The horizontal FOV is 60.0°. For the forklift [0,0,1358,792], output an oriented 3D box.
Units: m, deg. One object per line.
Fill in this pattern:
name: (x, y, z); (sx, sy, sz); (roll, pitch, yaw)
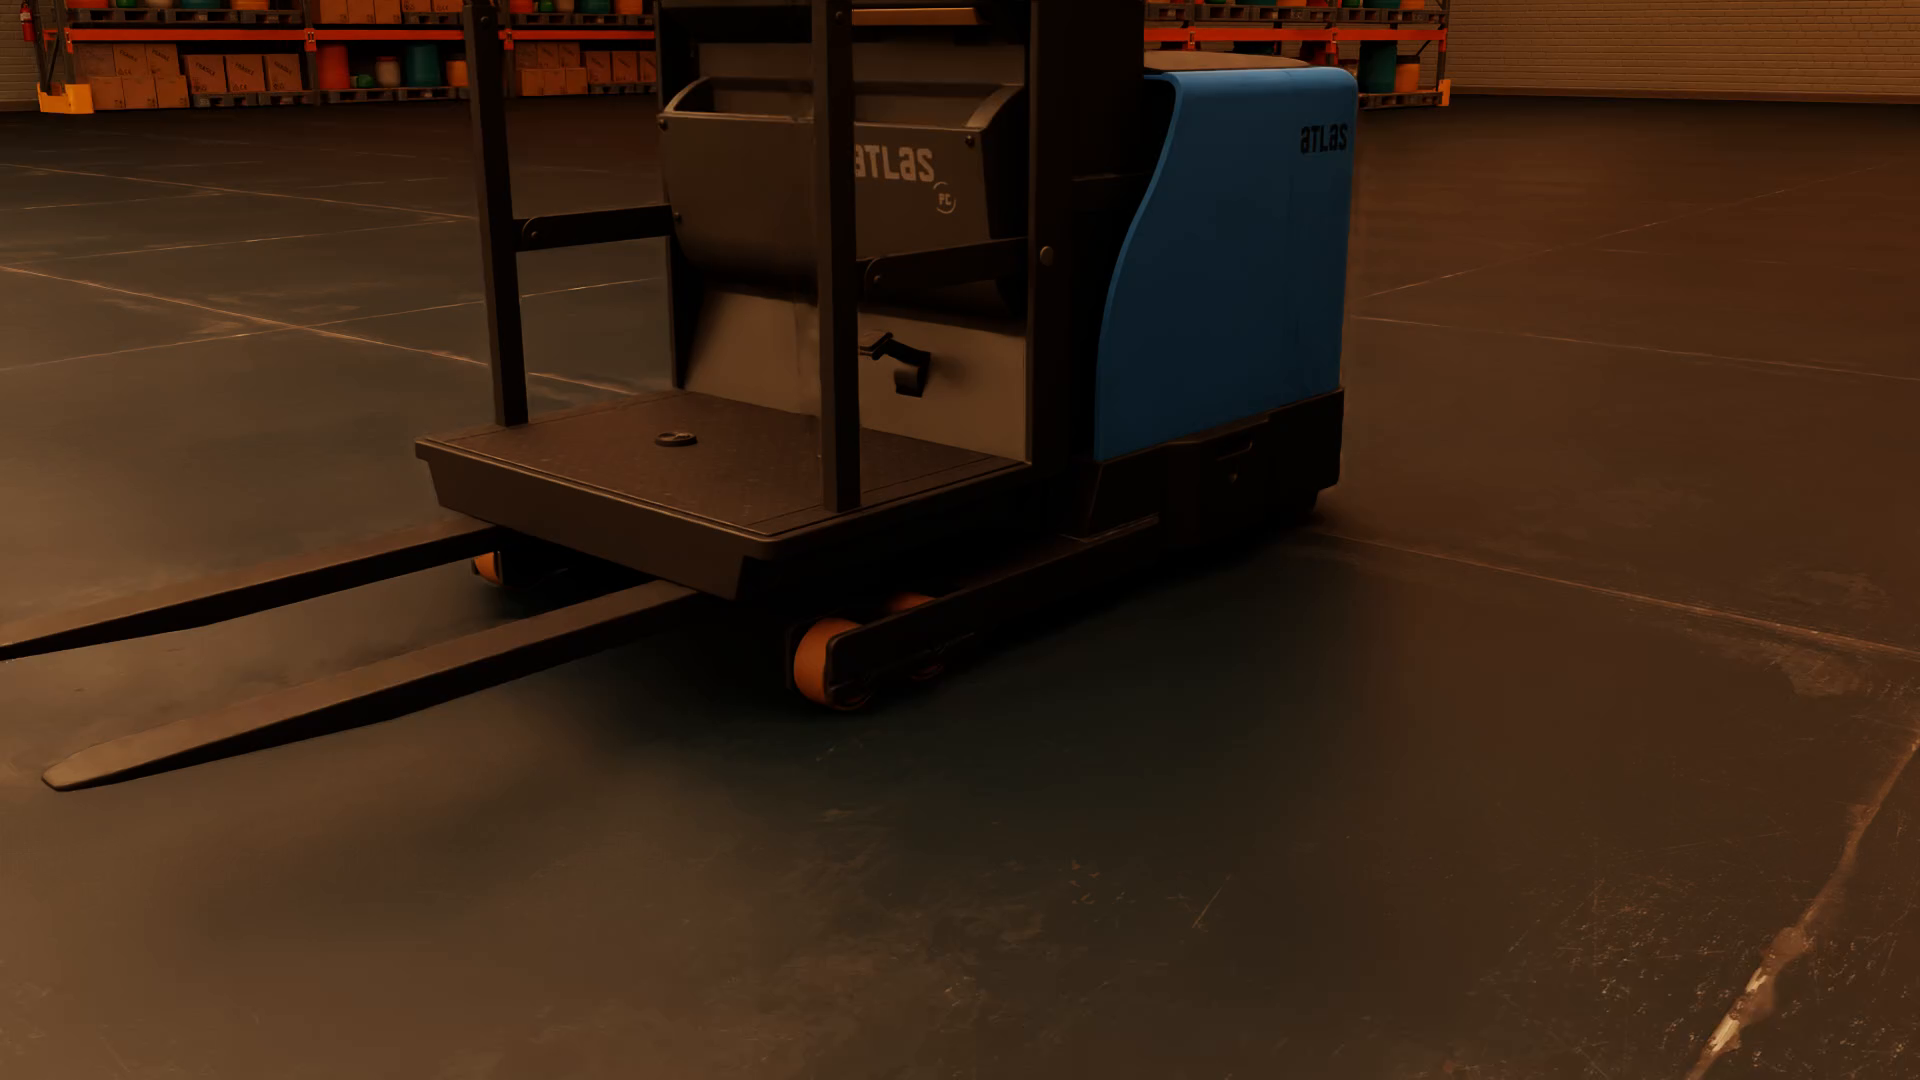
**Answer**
forklift: (-0.399, -1.264, 3.061); (1.130, 2.935, 3.031); (14, 22, 39)
